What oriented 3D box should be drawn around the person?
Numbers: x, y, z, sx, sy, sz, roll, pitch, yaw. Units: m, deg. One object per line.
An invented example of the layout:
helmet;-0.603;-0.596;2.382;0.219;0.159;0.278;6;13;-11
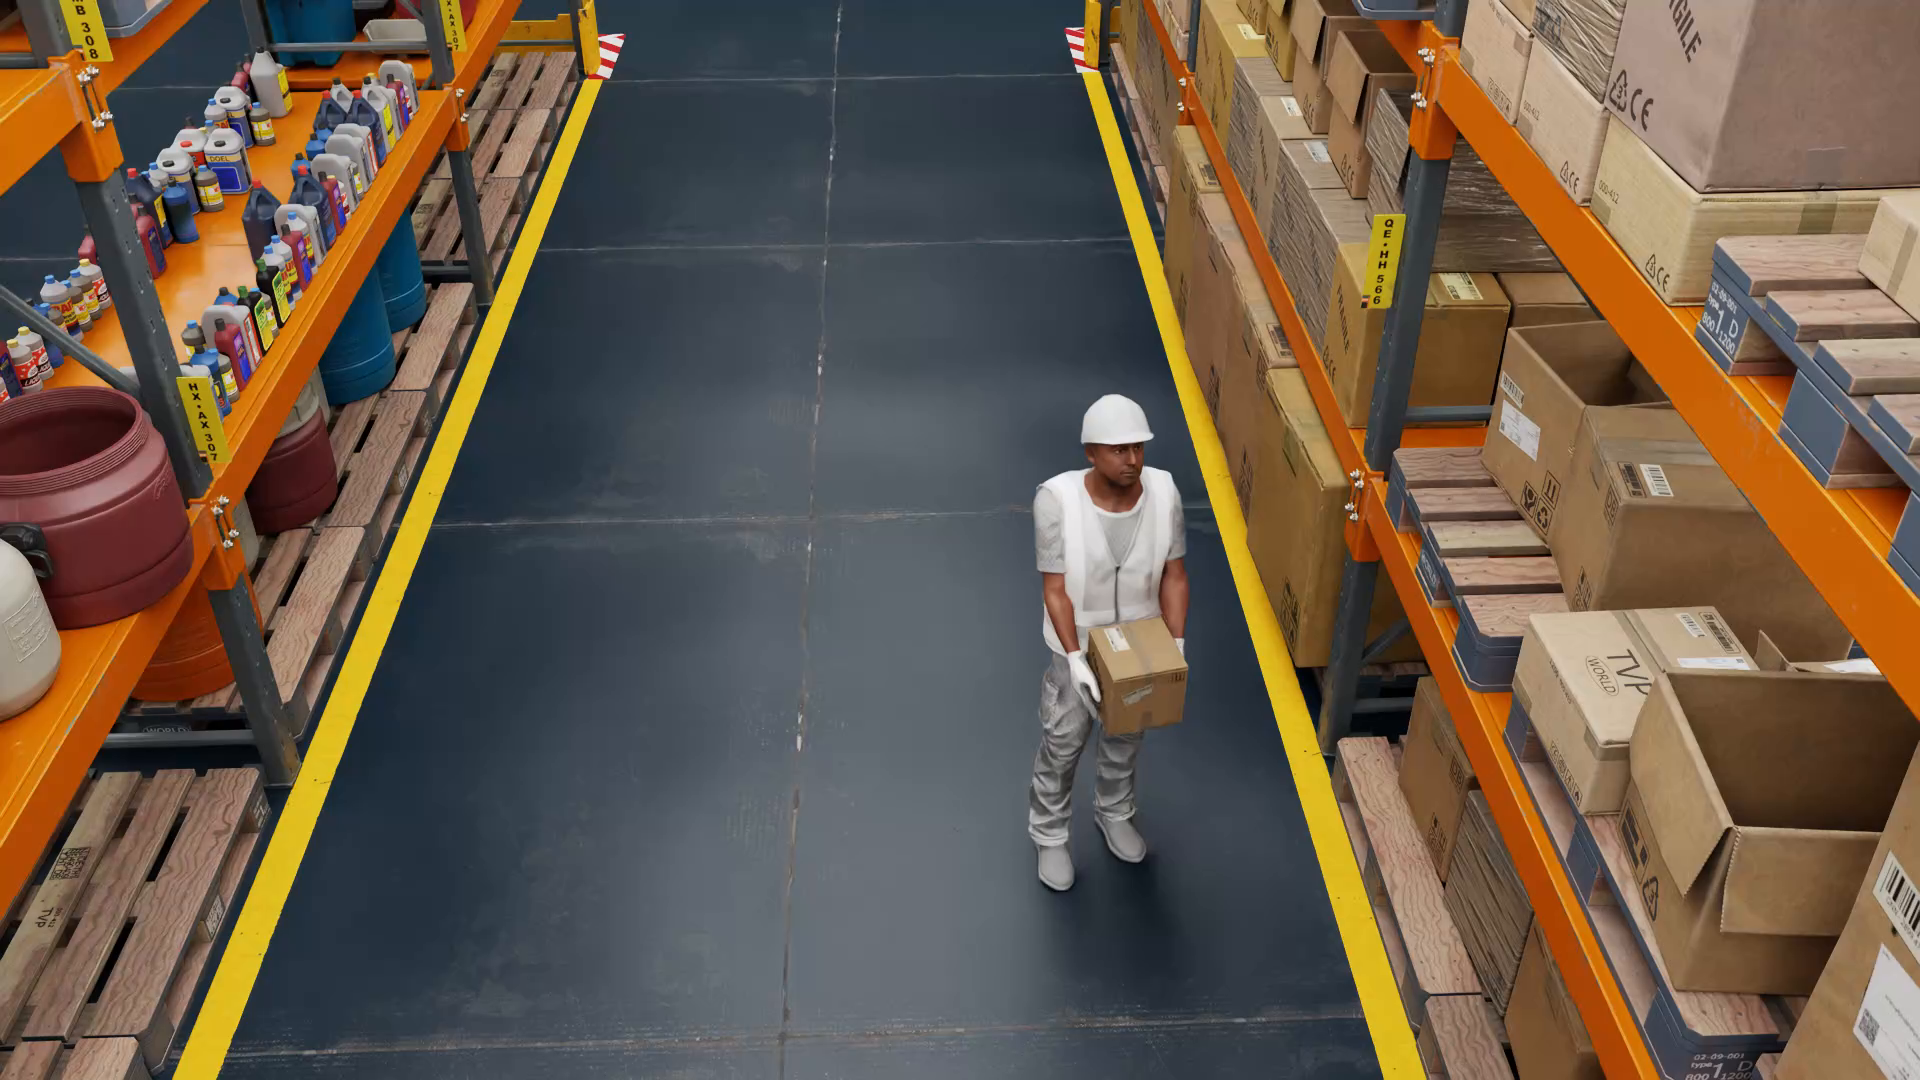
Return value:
person;0.507;0.377;5.584;0.531;1.788;0.550;-8;36;-12
